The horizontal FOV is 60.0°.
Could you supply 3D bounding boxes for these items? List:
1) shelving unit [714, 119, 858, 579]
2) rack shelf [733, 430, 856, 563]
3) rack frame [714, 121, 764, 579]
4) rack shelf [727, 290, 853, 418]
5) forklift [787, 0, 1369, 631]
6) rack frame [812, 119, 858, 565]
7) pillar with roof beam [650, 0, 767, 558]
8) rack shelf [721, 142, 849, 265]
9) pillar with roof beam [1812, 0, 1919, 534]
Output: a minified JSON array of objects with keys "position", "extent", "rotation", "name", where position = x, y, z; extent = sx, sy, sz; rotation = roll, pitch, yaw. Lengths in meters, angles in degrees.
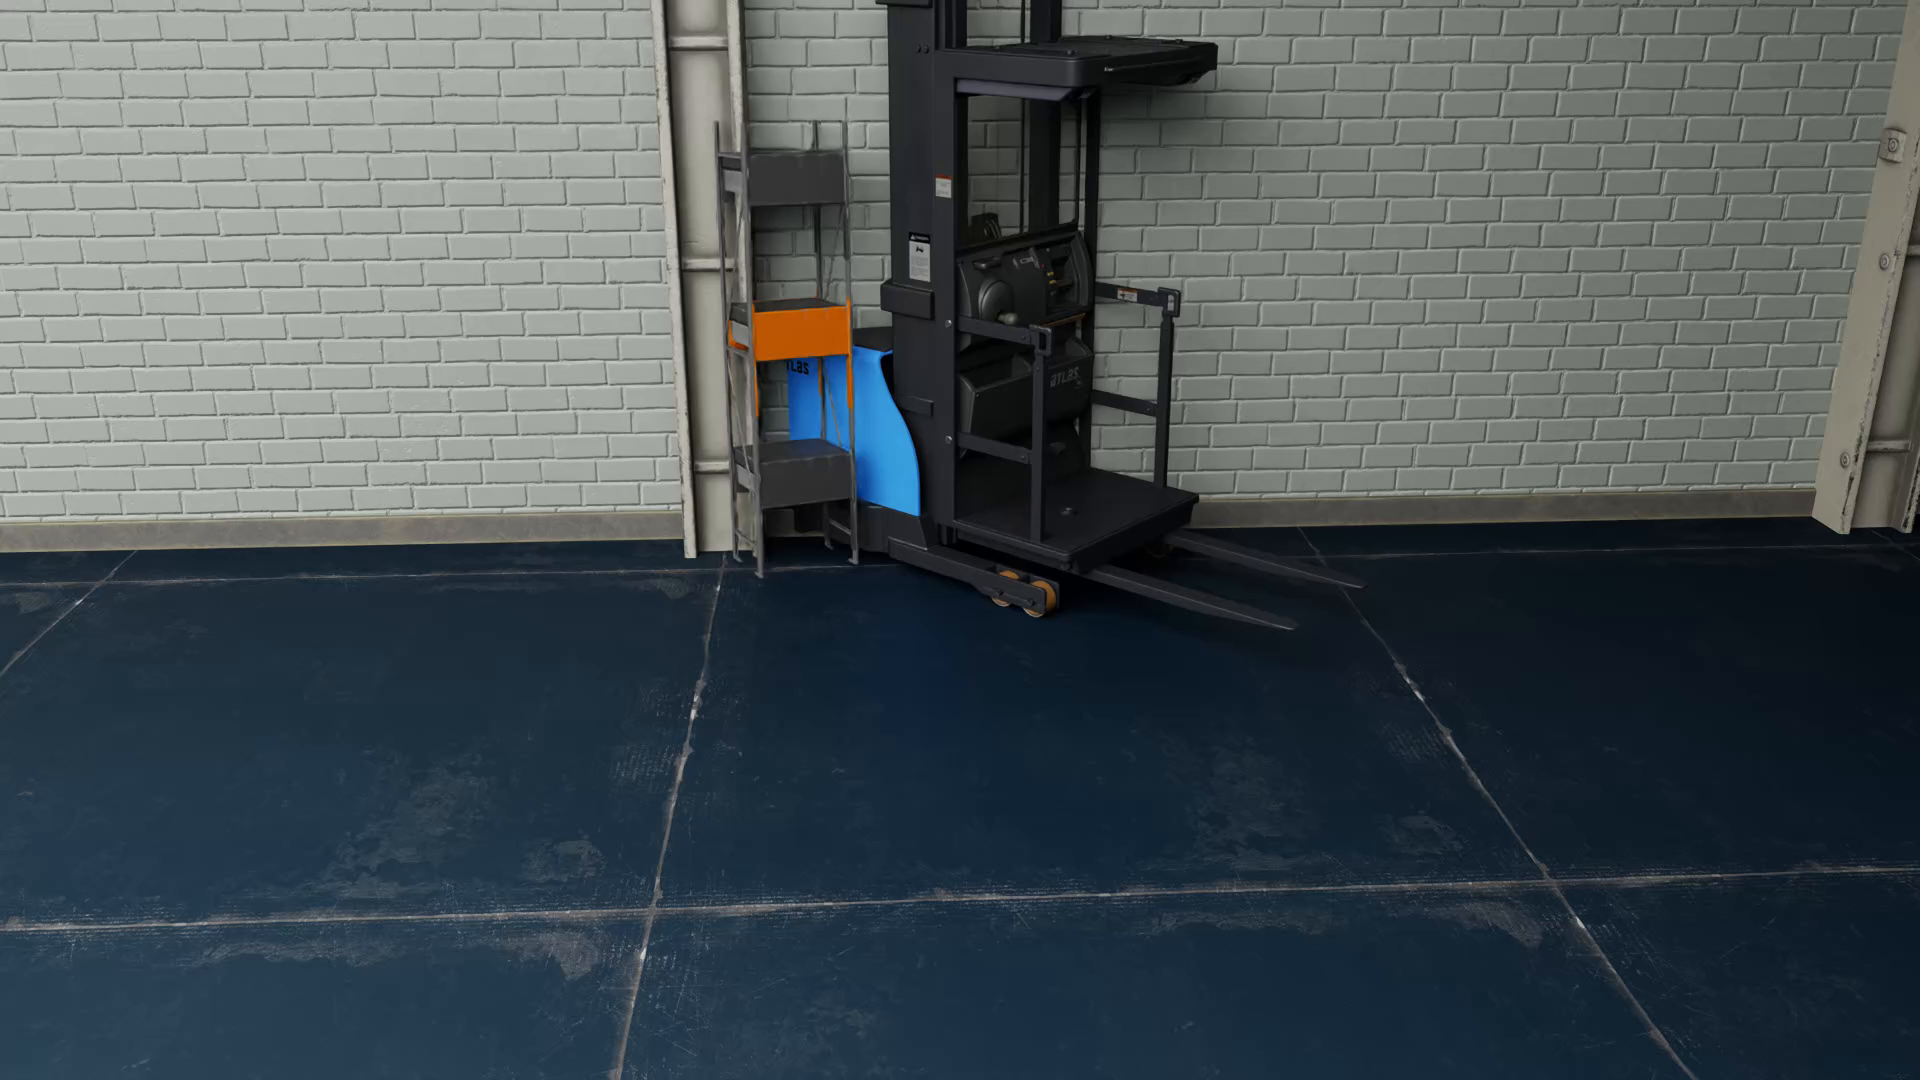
[{"position":[-0.817,-0.907,7.898],"extent":[0.503,2.100,0.431],"rotation":[-8,17,-25],"name":"shelving unit"},{"position":[-0.813,-0.219,8.090],"extent":[0.480,0.518,0.431],"rotation":[-8,17,-25],"name":"rack shelf"},{"position":[-1.036,-0.876,7.794],"extent":[0.015,2.100,0.400],"rotation":[-8,17,-25],"name":"rack frame"},{"position":[-0.817,-0.894,7.902],"extent":[0.480,0.518,0.431],"rotation":[-8,17,-25],"name":"rack shelf"},{"position":[0.475,-1.224,7.718],"extent":[3.031,2.935,1.130],"rotation":[17,27,38],"name":"forklift"},{"position":[-0.599,-0.937,8.002],"extent":[0.015,2.100,0.400],"rotation":[-8,17,-25],"name":"rack frame"},{"position":[-0.951,-2.644,2.919],"extent":[0.400,9.000,9.100],"rotation":[-1,21,-3],"name":"pillar with roof beam"},{"position":[-0.822,-1.568,7.714],"extent":[0.480,0.518,0.431],"rotation":[-8,17,-25],"name":"rack shelf"},{"position":[5.039,-2.766,3.240],"extent":[0.400,9.000,9.100],"rotation":[-1,21,-3],"name":"pillar with roof beam"}]
